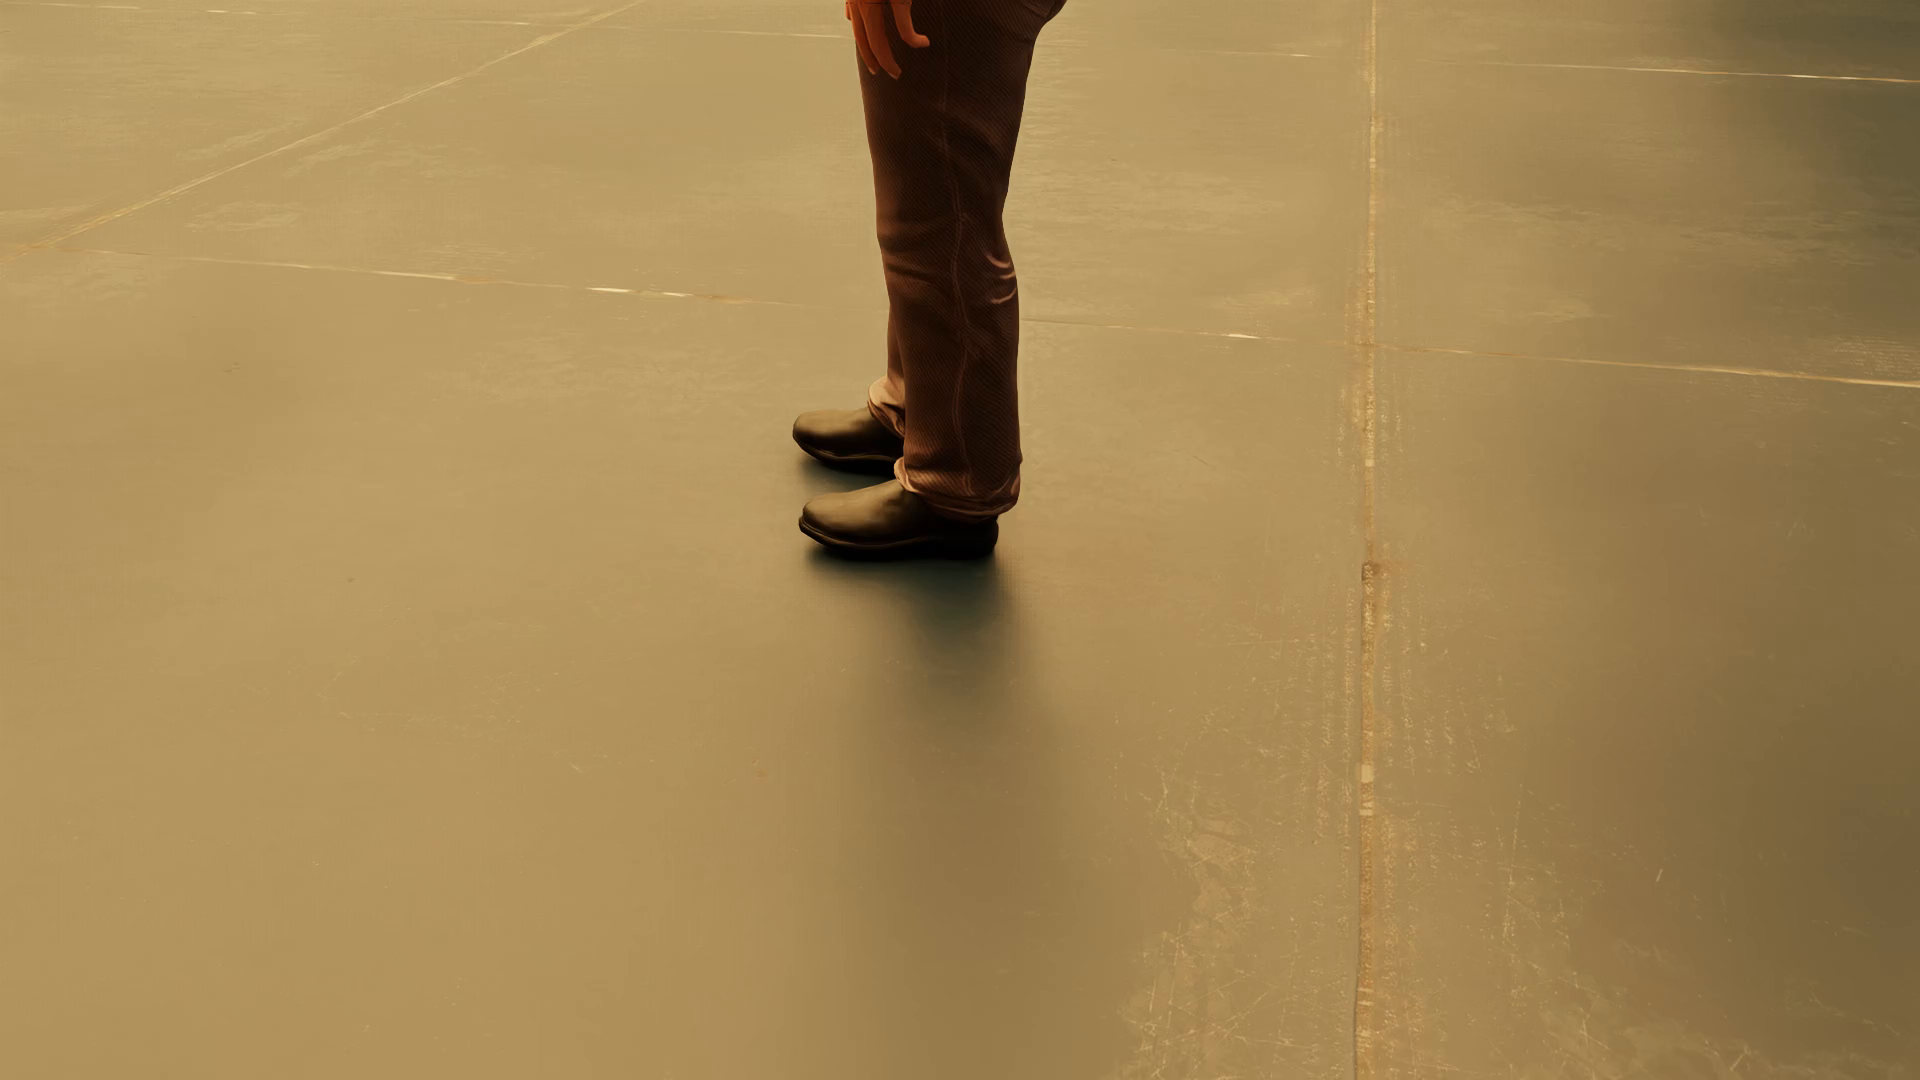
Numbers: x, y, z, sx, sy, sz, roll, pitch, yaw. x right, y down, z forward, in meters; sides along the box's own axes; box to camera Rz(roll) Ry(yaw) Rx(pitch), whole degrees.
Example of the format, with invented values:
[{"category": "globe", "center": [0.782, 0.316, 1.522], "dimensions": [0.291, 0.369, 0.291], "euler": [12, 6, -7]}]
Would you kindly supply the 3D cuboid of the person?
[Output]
[{"category": "person", "center": [-0.060, -0.784, 2.128], "dimensions": [0.566, 1.722, 0.633], "euler": [6, 27, 11]}]
